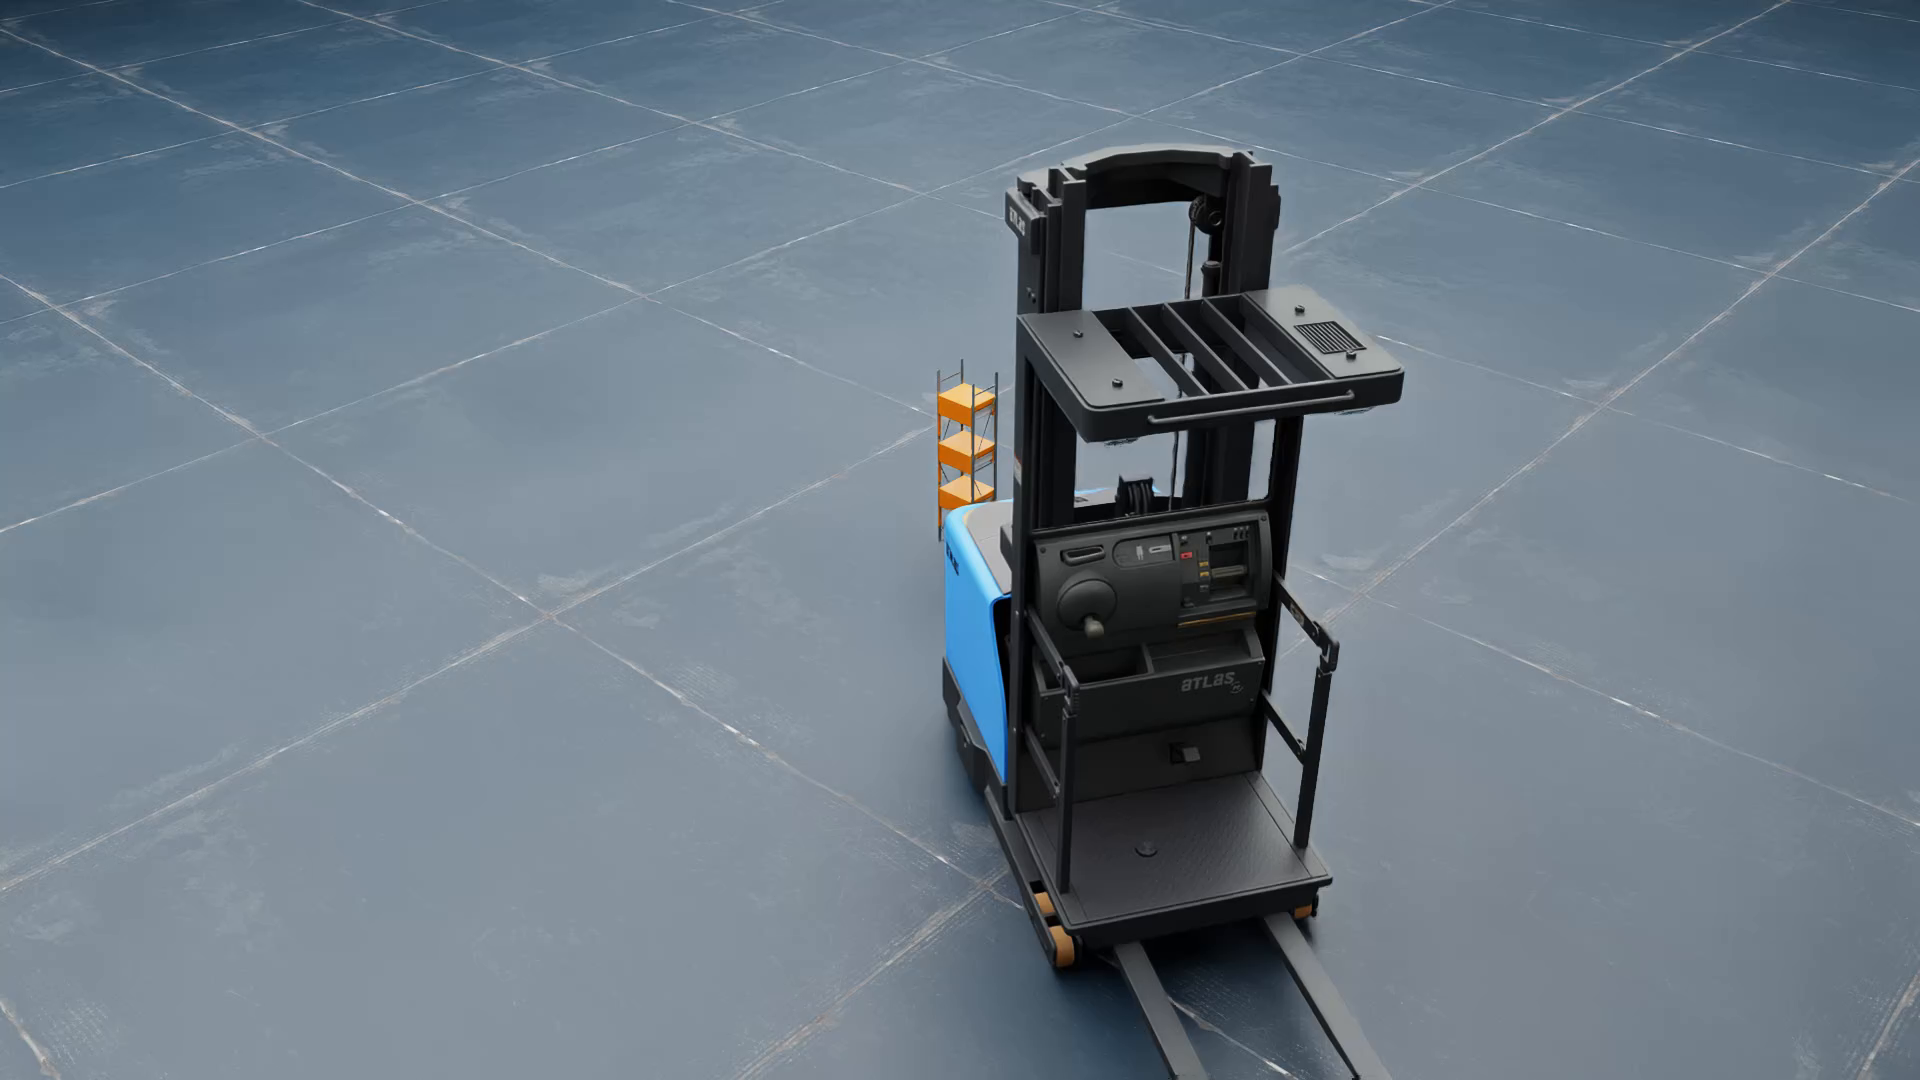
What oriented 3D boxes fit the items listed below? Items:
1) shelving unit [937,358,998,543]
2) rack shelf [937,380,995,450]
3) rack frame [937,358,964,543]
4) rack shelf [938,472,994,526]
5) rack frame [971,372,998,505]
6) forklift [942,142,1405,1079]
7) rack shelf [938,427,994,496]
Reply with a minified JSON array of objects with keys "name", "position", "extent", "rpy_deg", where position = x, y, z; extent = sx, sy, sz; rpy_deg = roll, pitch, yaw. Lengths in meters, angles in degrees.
[{"name":"shelving unit","position":[0.040,-0.431,8.948],"extent":[0.252,1.050,0.215],"rpy_deg":[25,39,35]},{"name":"rack shelf","position":[0.040,-0.665,8.808],"extent":[0.240,0.259,0.215],"rpy_deg":[25,39,35]},{"name":"rack frame","position":[-0.051,-0.473,9.019],"extent":[0.008,1.050,0.200],"rpy_deg":[25,39,35]},{"name":"rack shelf","position":[0.040,-0.184,9.097],"extent":[0.240,0.259,0.215],"rpy_deg":[25,39,35]},{"name":"rack frame","position":[0.130,-0.389,8.878],"extent":[0.008,1.050,0.200],"rpy_deg":[25,39,35]},{"name":"forklift","position":[0.796,0.185,6.100],"extent":[1.130,2.935,3.031],"rpy_deg":[-8,32,-13]},{"name":"rack shelf","position":[0.040,-0.422,8.954],"extent":[0.240,0.259,0.215],"rpy_deg":[25,39,35]}]
